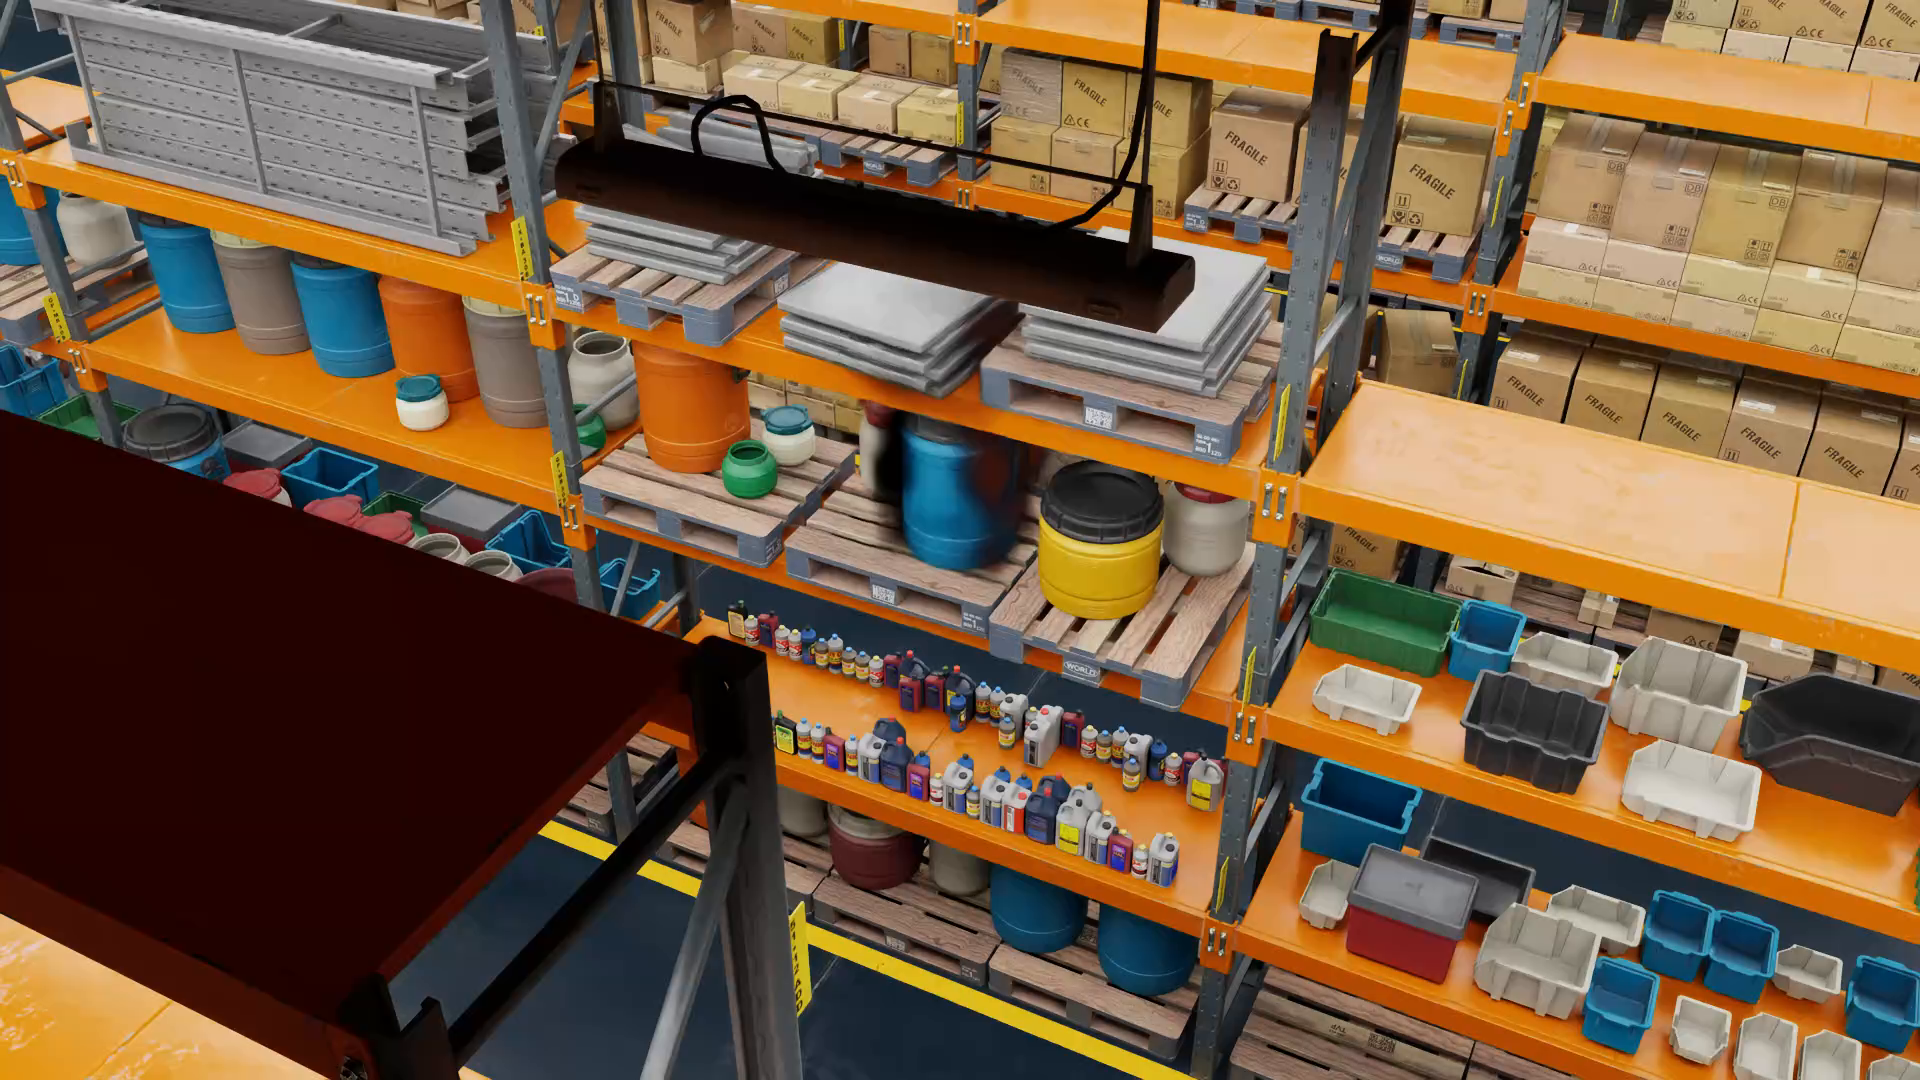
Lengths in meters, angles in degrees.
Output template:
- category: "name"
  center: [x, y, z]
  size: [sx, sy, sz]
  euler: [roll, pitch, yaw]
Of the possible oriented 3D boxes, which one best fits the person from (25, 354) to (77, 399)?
- category: "person"
  center: [-8.149, -1.601, 14.710]
  size: [0.519, 1.692, 0.492]
  euler: [23, 41, 29]
